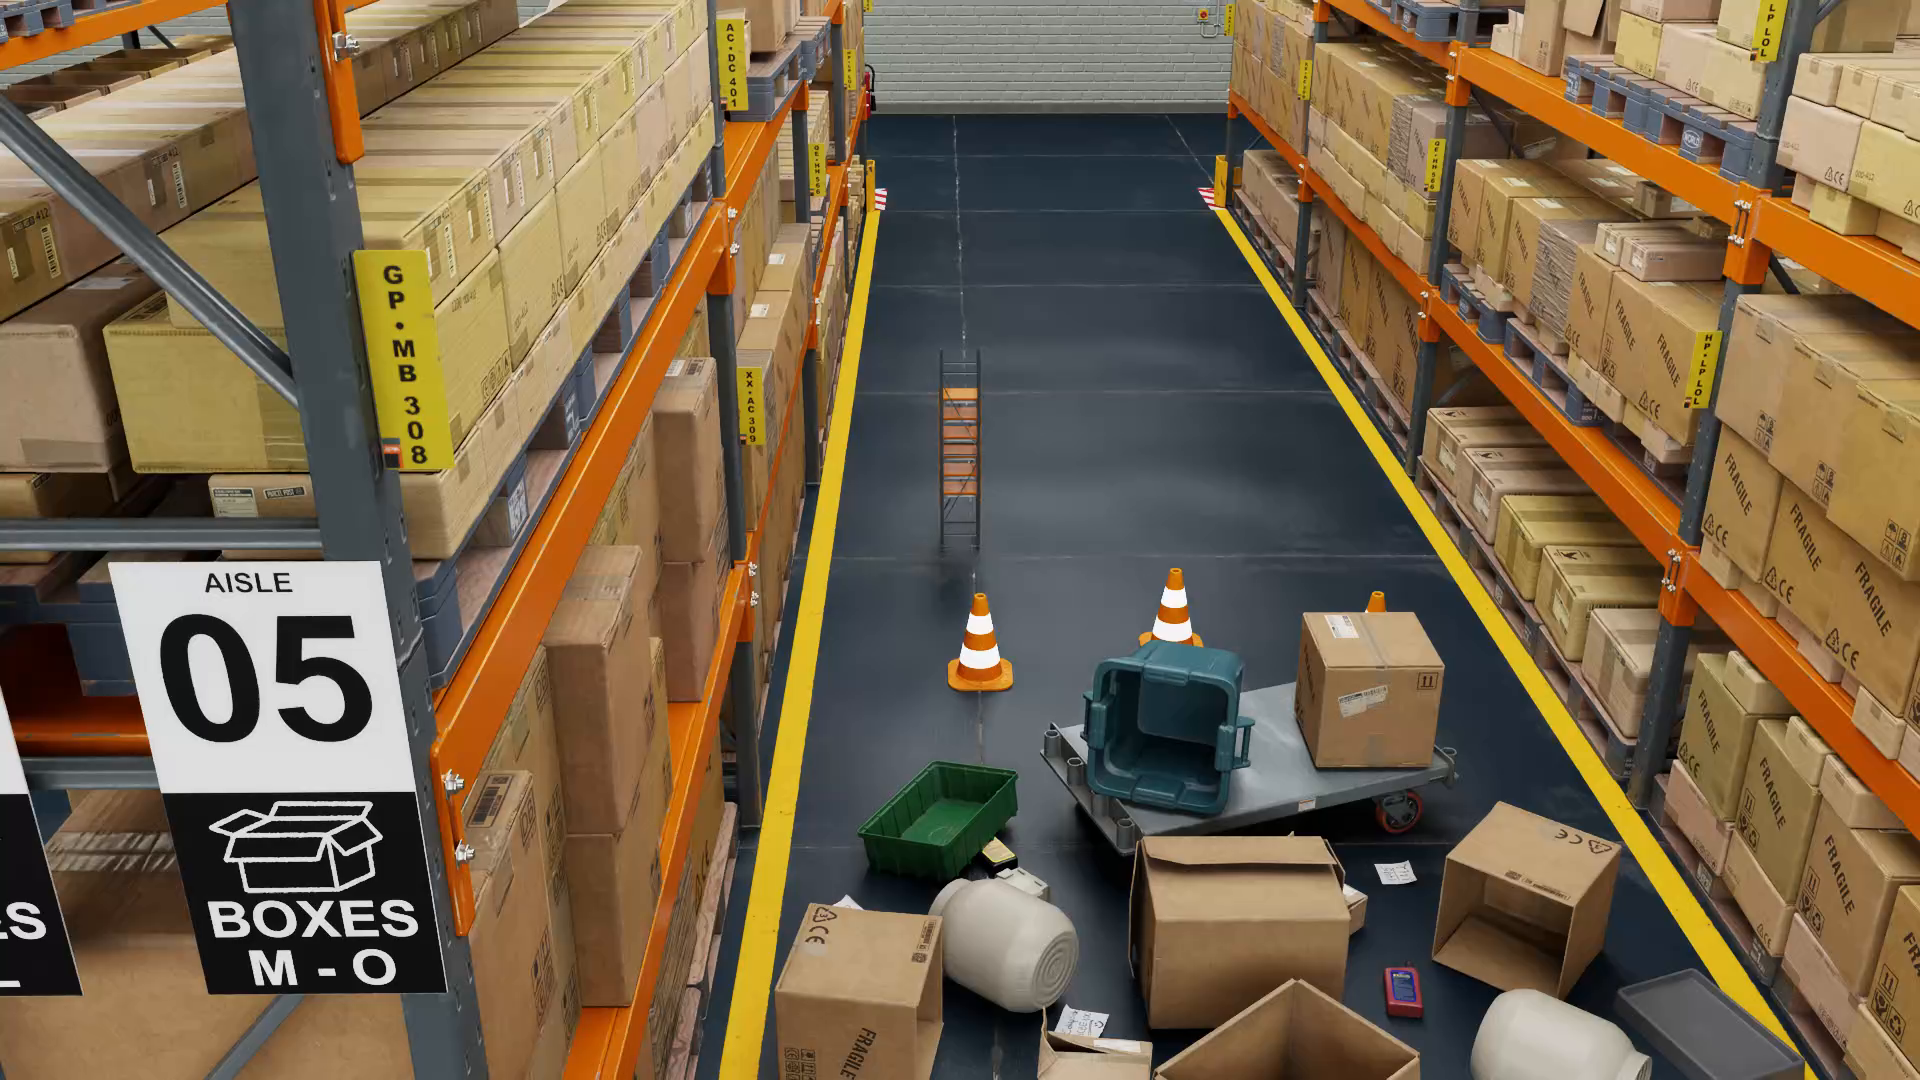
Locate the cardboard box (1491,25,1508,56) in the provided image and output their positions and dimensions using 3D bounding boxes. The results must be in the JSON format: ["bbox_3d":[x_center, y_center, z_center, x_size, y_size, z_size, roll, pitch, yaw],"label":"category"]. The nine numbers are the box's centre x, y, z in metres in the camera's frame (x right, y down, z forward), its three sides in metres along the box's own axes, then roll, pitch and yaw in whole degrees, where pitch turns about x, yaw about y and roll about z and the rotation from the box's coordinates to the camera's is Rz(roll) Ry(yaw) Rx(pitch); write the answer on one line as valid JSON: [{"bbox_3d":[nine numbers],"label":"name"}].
[{"bbox_3d":[3.349,-2.934,9.762,0.380,0.149,0.250,0,24,-1],"label":"cardboard box"}]

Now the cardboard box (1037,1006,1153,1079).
[{"bbox_3d":[0.471,1.846,5.847,0.396,0.266,0.258,4,25,9],"label":"cardboard box"}]

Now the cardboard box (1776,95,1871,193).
[{"bbox_3d":[3.290,-1.415,5.921,0.500,0.250,0.500,-1,24,-2],"label":"cardboard box"}]

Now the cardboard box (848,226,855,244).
[{"bbox_3d":[-1.214,-2.975,16.138,0.380,0.149,0.250,-1,24,-2],"label":"cardboard box"}]

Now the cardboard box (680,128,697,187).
[{"bbox_3d":[-1.059,-1.230,5.364,0.380,0.149,0.250,0,24,0],"label":"cardboard box"}]

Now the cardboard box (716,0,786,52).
[{"bbox_3d":[-1.134,-2.683,8.149,0.500,0.500,0.500,0,24,-1],"label":"cardboard box"}]

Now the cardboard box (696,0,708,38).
[{"bbox_3d":[-1.067,-1.803,5.664,0.380,0.149,0.250,0,24,-1],"label":"cardboard box"}]

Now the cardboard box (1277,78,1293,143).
[{"bbox_3d":[3.200,-3.908,15.130,0.500,0.500,0.500,-1,24,-2],"label":"cardboard box"}]

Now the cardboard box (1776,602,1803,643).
[{"bbox_3d":[3.330,0.295,6.263,0.380,0.149,0.250,0,24,-1],"label":"cardboard box"}]

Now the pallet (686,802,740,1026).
[{"bbox_3d":[-1.460,1.484,6.713,1.003,0.211,1.213,0,24,-1],"label":"pallet"}]

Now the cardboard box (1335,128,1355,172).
[{"bbox_3d":[3.207,-3.015,12.851,0.500,0.250,0.500,0,24,0],"label":"cardboard box"}]

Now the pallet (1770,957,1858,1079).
[{"bbox_3d":[3.618,1.887,5.822,1.003,0.211,1.213,0,24,-1],"label":"pallet"}]

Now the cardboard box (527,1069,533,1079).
[{"bbox_3d":[-1.395,1.327,3.494,0.875,0.550,0.550,0,24,-1],"label":"cardboard box"}]

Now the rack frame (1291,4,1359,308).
[{"bbox_3d":[3.472,-3.461,14.261,1.000,3.000,0.127,0,24,-1],"label":"rack frame"}]

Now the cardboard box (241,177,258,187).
[{"bbox_3d":[-1.640,-0.736,3.788,0.500,0.250,0.500,0,24,-1],"label":"cardboard box"}]

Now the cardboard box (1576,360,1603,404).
[{"bbox_3d":[3.247,-0.771,8.111,0.380,0.149,0.250,0,24,0],"label":"cardboard box"}]

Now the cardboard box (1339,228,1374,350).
[{"bbox_3d":[3.576,-2.057,13.226,0.875,0.875,0.875,0,24,1],"label":"cardboard box"}]

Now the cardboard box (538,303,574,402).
[{"bbox_3d":[-1.038,-0.396,3.521,0.380,0.149,0.250,0,24,0],"label":"cardboard box"}]

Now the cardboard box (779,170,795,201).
[{"bbox_3d":[-1.245,-2.289,10.745,0.380,0.149,0.250,0,24,0],"label":"cardboard box"}]

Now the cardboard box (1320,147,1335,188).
[{"bbox_3d":[3.220,-2.997,13.417,0.500,0.250,0.500,-1,24,-2],"label":"cardboard box"}]

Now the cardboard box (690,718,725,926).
[{"bbox_3d":[-1.453,0.936,6.609,0.875,0.875,0.875,0,24,0],"label":"cardboard box"}]

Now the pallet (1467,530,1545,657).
[{"bbox_3d":[3.533,0.282,9.371,1.003,0.211,1.213,0,24,-1],"label":"pallet"}]

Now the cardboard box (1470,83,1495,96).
[{"bbox_3d":[3.749,-2.935,11.766,0.500,0.500,0.500,0,24,1],"label":"cardboard box"}]

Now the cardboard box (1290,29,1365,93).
[{"bbox_3d":[3.190,-4.155,14.462,0.500,0.500,0.500,0,24,-1],"label":"cardboard box"}]

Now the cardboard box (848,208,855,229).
[{"bbox_3d":[-1.211,-3.108,16.072,0.380,0.149,0.250,0,24,-1],"label":"cardboard box"}]

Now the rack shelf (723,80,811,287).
[{"bbox_3d":[-1.412,-1.963,8.184,1.077,0.370,4.000,0,24,-1],"label":"rack shelf"}]

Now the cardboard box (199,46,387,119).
[{"bbox_3d":[-1.709,-1.174,4.273,0.380,0.149,0.250,0,24,-1],"label":"cardboard box"}]

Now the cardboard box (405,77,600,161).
[{"bbox_3d":[-1.044,-0.967,3.815,0.380,0.149,0.250,-1,24,-1],"label":"cardboard box"}]

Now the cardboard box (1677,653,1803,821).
[{"bbox_3d":[3.295,0.800,6.758,0.500,0.500,0.500,1,24,2],"label":"cardboard box"}]

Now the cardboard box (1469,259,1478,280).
[{"bbox_3d":[3.302,-1.638,10.027,0.380,0.149,0.250,-2,24,-4],"label":"cardboard box"}]

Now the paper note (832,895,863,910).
[{"bbox_3d":[-0.477,1.525,6.840,0.147,0.020,0.142,-19,31,-36],"label":"paper note"}]

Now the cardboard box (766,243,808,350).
[{"bbox_3d":[-1.156,-1.404,9.593,0.500,0.500,0.500,0,24,-1],"label":"cardboard box"}]

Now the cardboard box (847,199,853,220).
[{"bbox_3d":[-1.216,-3.133,15.766,0.380,0.149,0.250,0,24,1],"label":"cardboard box"}]

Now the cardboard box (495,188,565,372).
[{"bbox_3d":[-1.102,-0.532,3.336,0.500,0.250,0.500,-1,24,-1],"label":"cardboard box"}]

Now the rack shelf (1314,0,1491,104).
[{"bbox_3d":[3.493,-3.675,11.969,1.077,0.370,4.000,0,24,-1],"label":"rack shelf"}]

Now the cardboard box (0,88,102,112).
[{"bbox_3d":[-6.390,-2.840,11.551,0.797,0.503,0.637,0,24,1],"label":"cardboard box"}]

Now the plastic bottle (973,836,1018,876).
[{"bbox_3d":[0.122,1.346,7.200,0.133,0.061,0.283,-14,28,-28],"label":"plastic bottle"}]

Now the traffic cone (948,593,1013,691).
[{"bbox_3d":[0.106,0.496,8.591,0.336,0.463,0.334,0,24,-1],"label":"traffic cone"}]

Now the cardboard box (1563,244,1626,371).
[{"bbox_3d":[3.318,-1.143,8.145,0.500,0.500,0.500,1,24,1],"label":"cardboard box"}]

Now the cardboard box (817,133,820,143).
[{"bbox_3d":[-1.262,-3.015,12.711,0.380,0.149,0.250,-1,24,-3],"label":"cardboard box"}]

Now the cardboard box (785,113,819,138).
[{"bbox_3d":[-1.271,-3.153,12.656,0.380,0.149,0.250,-1,24,-2],"label":"cardboard box"}]

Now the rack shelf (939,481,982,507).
[{"bbox_3d":[0.000,-0.282,10.107,0.258,0.103,0.180,0,24,-1],"label":"rack shelf"}]

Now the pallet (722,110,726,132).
[{"bbox_3d":[-1.449,-1.757,7.088,0.805,0.209,1.217,-1,24,-3],"label":"pallet"}]

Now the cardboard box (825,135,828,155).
[{"bbox_3d":[-1.271,-3.204,13.489,0.380,0.149,0.250,0,24,0],"label":"cardboard box"}]

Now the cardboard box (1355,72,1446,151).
[{"bbox_3d":[3.237,-3.150,12.240,0.500,0.500,0.500,-1,24,-1],"label":"cardboard box"}]

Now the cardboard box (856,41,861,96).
[{"bbox_3d":[-1.243,-4.621,16.345,0.500,0.500,0.500,0,24,0],"label":"cardboard box"}]

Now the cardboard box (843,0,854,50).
[{"bbox_3d":[-1.234,-4.642,15.177,0.500,0.500,0.500,0,24,0],"label":"cardboard box"}]

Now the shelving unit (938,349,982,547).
[{"bbox_3d":[0.000,-0.541,9.990,0.258,1.200,0.189,0,24,-1],"label":"shelving unit"}]

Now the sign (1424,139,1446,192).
[{"bbox_3d":[2.960,-2.336,10.370,0.100,0.325,0.005,0,24,-1],"label":"sign"}]

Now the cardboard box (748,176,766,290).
[{"bbox_3d":[-1.424,-1.645,8.912,0.700,0.500,0.500,-1,24,-1],"label":"cardboard box"}]

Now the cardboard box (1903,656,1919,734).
[{"bbox_3d":[3.332,0.459,5.112,0.500,0.500,0.500,0,24,0],"label":"cardboard box"}]

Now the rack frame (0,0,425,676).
[{"bbox_3d":[-1.346,-1.185,1.951,1.000,3.000,0.127,0,24,-1],"label":"rack frame"}]

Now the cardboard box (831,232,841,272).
[{"bbox_3d":[-1.224,-2.273,13.250,0.500,0.250,0.500,1,24,2],"label":"cardboard box"}]

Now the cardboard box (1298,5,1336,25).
[{"bbox_3d":[3.242,-4.699,14.878,0.380,0.149,0.250,0,24,-1],"label":"cardboard box"}]

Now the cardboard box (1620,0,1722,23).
[{"bbox_3d":[3.392,-2.540,7.652,0.500,0.250,0.500,0,24,0],"label":"cardboard box"}]

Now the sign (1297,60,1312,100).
[{"bbox_3d":[2.917,-3.888,14.060,0.100,0.325,0.005,0,24,-1],"label":"sign"}]

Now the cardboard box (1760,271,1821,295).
[{"bbox_3d":[3.834,-0.937,7.691,0.500,0.500,0.500,0,24,0],"label":"cardboard box"}]

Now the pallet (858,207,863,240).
[{"bbox_3d":[-1.546,-3.408,17.529,1.003,0.211,1.213,0,24,-1],"label":"pallet"}]
